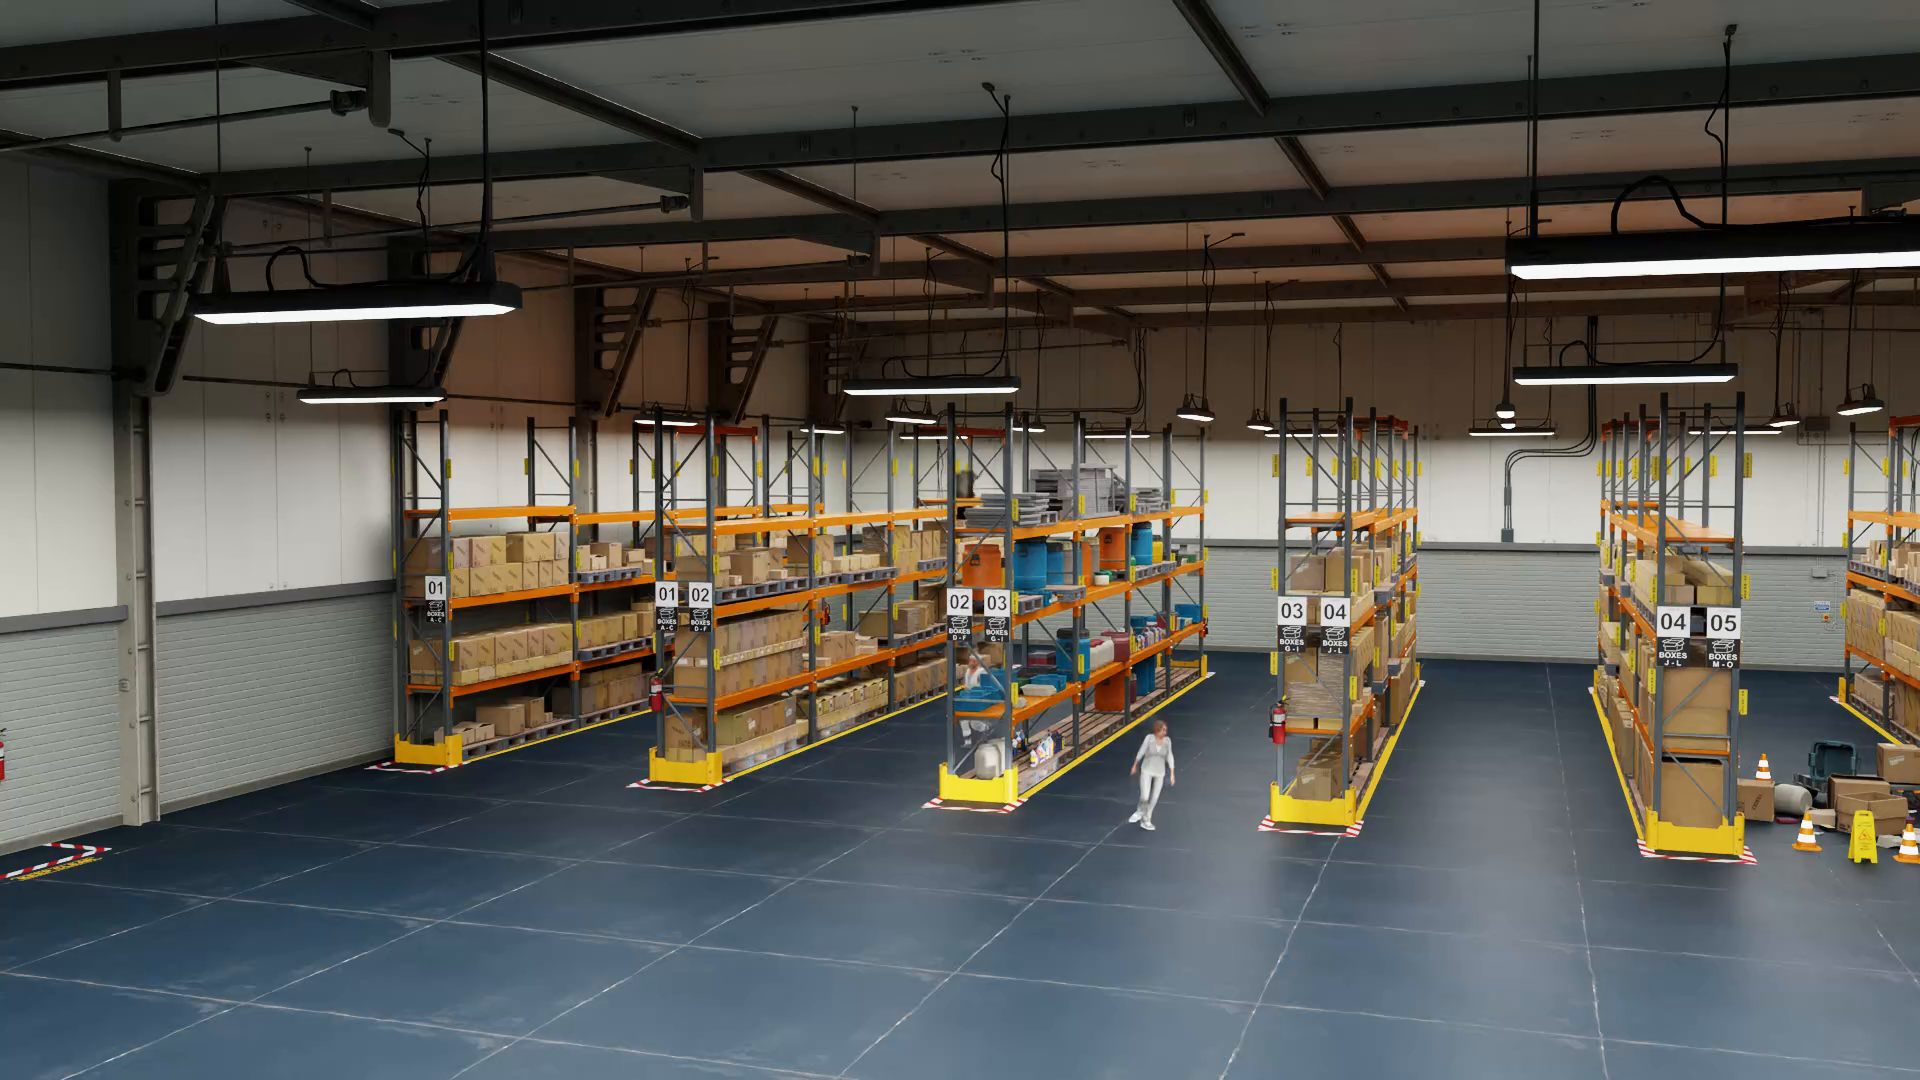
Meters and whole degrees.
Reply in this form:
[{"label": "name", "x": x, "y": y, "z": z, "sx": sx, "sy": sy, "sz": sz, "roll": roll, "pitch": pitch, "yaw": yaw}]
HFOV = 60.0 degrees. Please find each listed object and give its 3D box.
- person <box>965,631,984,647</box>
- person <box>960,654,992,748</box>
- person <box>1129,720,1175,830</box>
[{"label": "person", "x": 0.365, "y": 2.354, "z": 43.165, "sx": 0.722, "sy": 1.637, "sz": 0.616, "roll": -1, "pitch": 3, "yaw": -13}, {"label": "person", "x": 0.292, "y": 2.860, "z": 29.707, "sx": 0.720, "sy": 1.718, "sz": 0.749, "roll": 2, "pitch": 3, "yaw": 42}, {"label": "person", "x": 2.657, "y": 3.301, "z": 23.003, "sx": 0.568, "sy": 1.444, "sz": 0.531, "roll": 0, "pitch": 2, "yaw": -11}]
